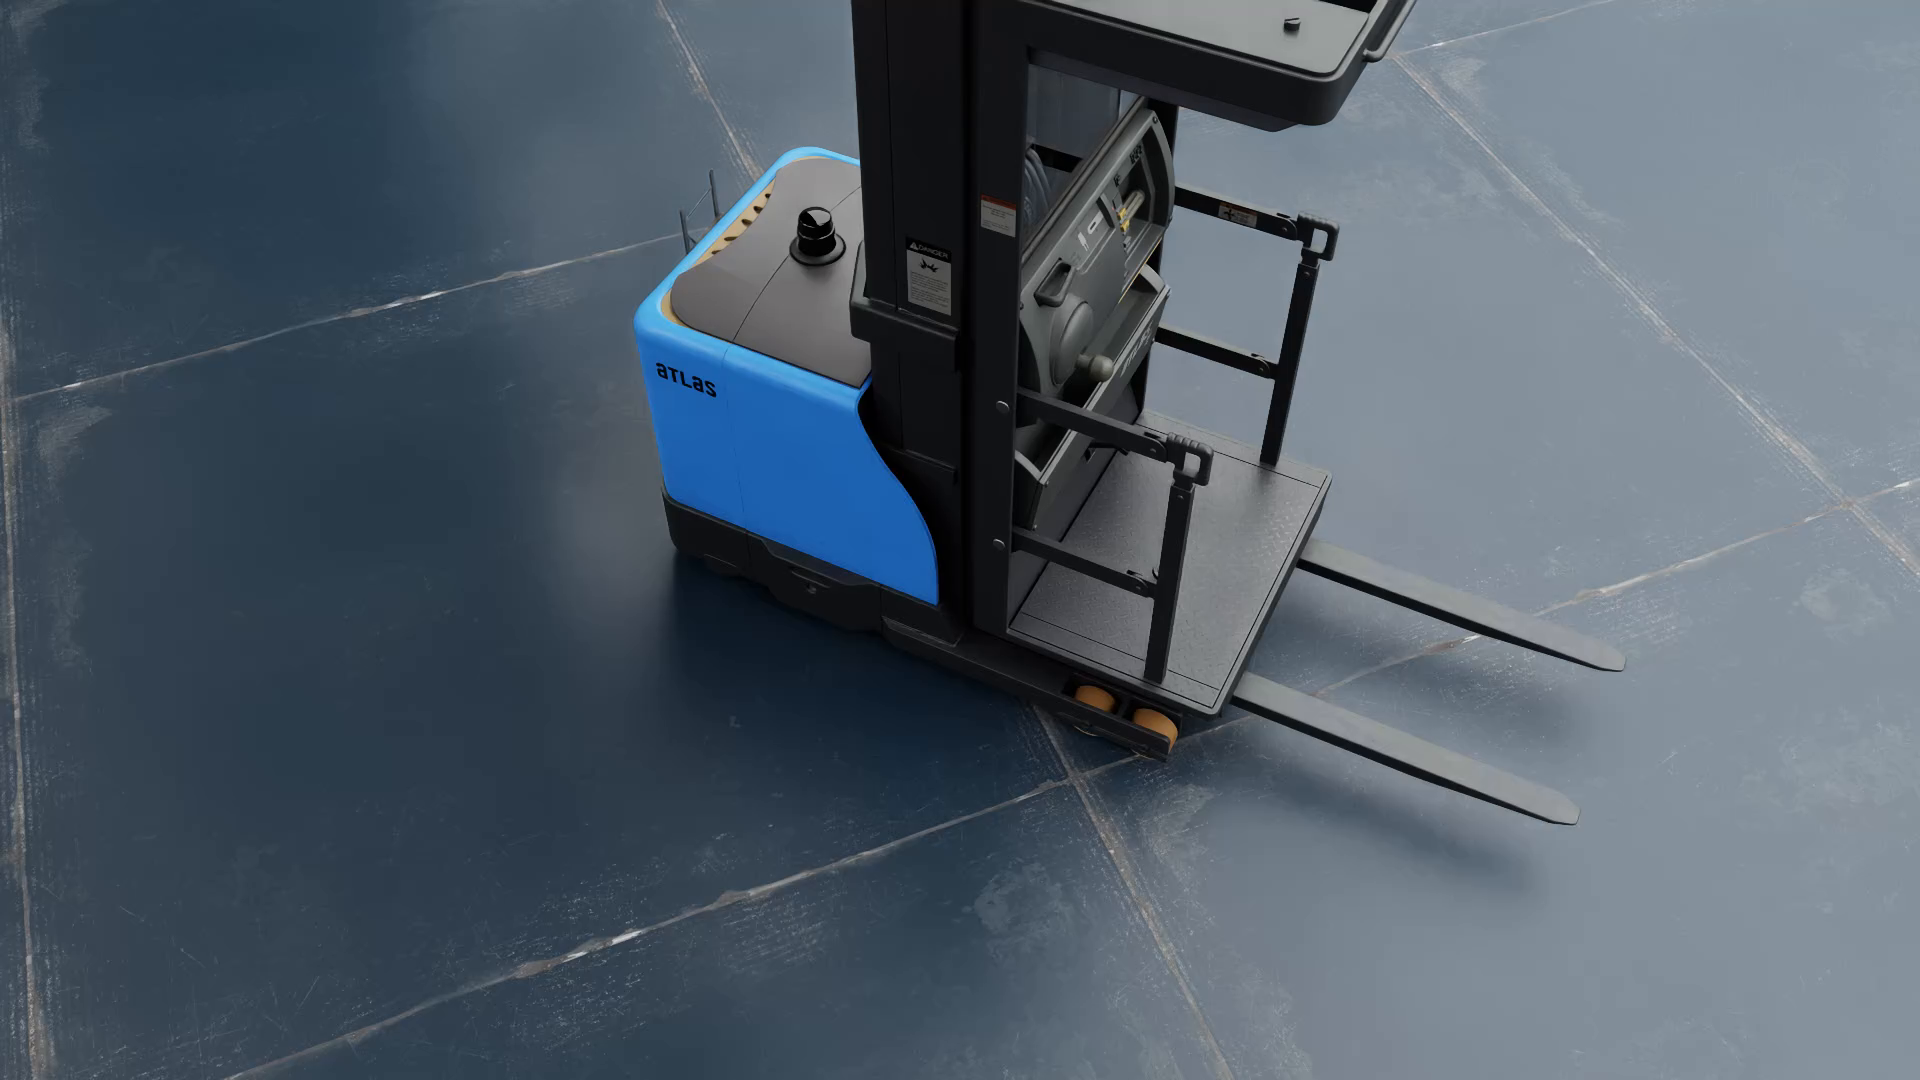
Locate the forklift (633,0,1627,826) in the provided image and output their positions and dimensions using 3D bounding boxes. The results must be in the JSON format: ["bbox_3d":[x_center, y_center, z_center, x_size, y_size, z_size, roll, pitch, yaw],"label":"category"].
[{"bbox_3d":[0.562,-0.739,4.453,3.031,2.935,1.130,21,53,17],"label":"forklift"}]

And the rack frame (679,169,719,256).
[{"bbox_3d":[-0.884,-0.883,5.915,0.006,0.900,0.240,16,51,13],"label":"rack frame"}]

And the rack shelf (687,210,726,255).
[{"bbox_3d":[-0.789,-1.009,5.712,0.200,0.077,0.258,16,51,13],"label":"rack shelf"}]

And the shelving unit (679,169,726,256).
[{"bbox_3d":[-0.789,-0.855,5.891,0.210,0.900,0.258,16,51,13],"label":"shelving unit"}]
